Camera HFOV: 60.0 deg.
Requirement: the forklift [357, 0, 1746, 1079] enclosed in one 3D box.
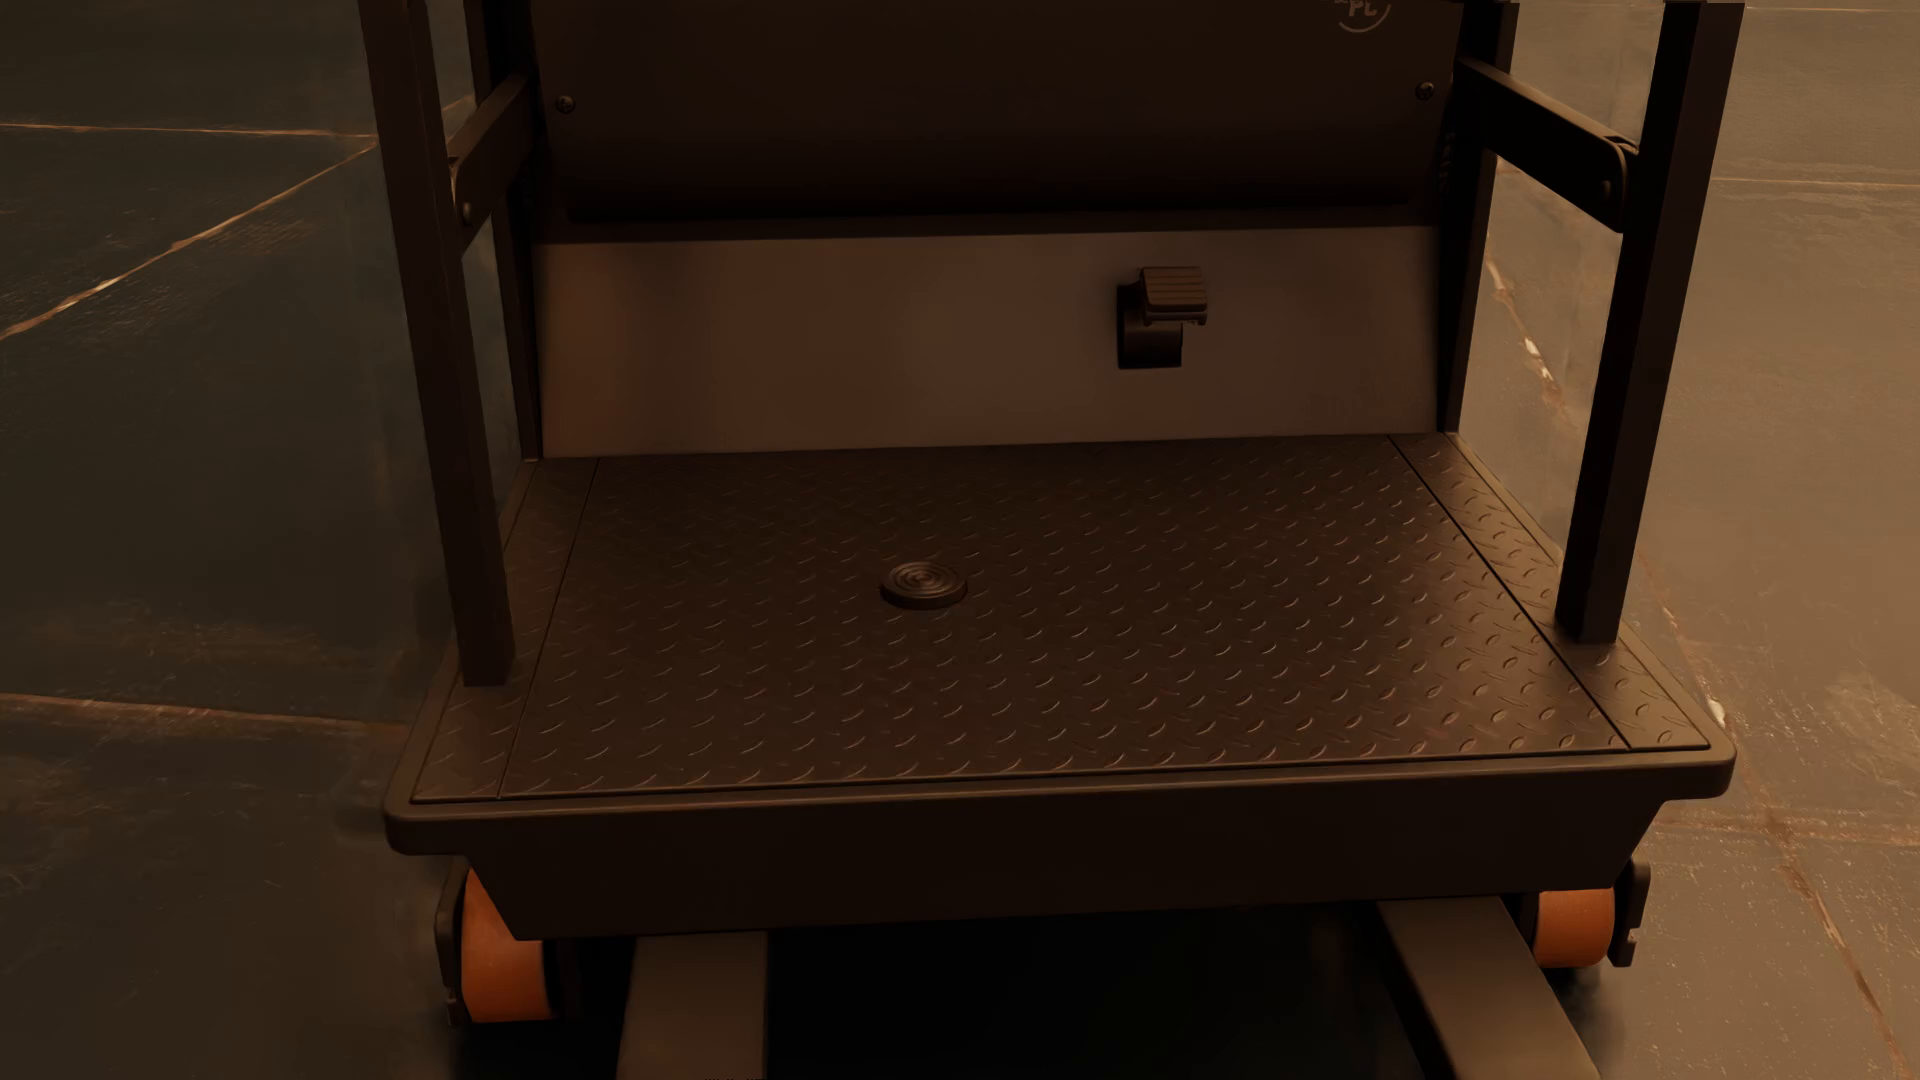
[{"bbox_3d":[0.060,-1.008,1.237,1.130,2.935,3.031,-2,27,-4],"label":"forklift"}]
